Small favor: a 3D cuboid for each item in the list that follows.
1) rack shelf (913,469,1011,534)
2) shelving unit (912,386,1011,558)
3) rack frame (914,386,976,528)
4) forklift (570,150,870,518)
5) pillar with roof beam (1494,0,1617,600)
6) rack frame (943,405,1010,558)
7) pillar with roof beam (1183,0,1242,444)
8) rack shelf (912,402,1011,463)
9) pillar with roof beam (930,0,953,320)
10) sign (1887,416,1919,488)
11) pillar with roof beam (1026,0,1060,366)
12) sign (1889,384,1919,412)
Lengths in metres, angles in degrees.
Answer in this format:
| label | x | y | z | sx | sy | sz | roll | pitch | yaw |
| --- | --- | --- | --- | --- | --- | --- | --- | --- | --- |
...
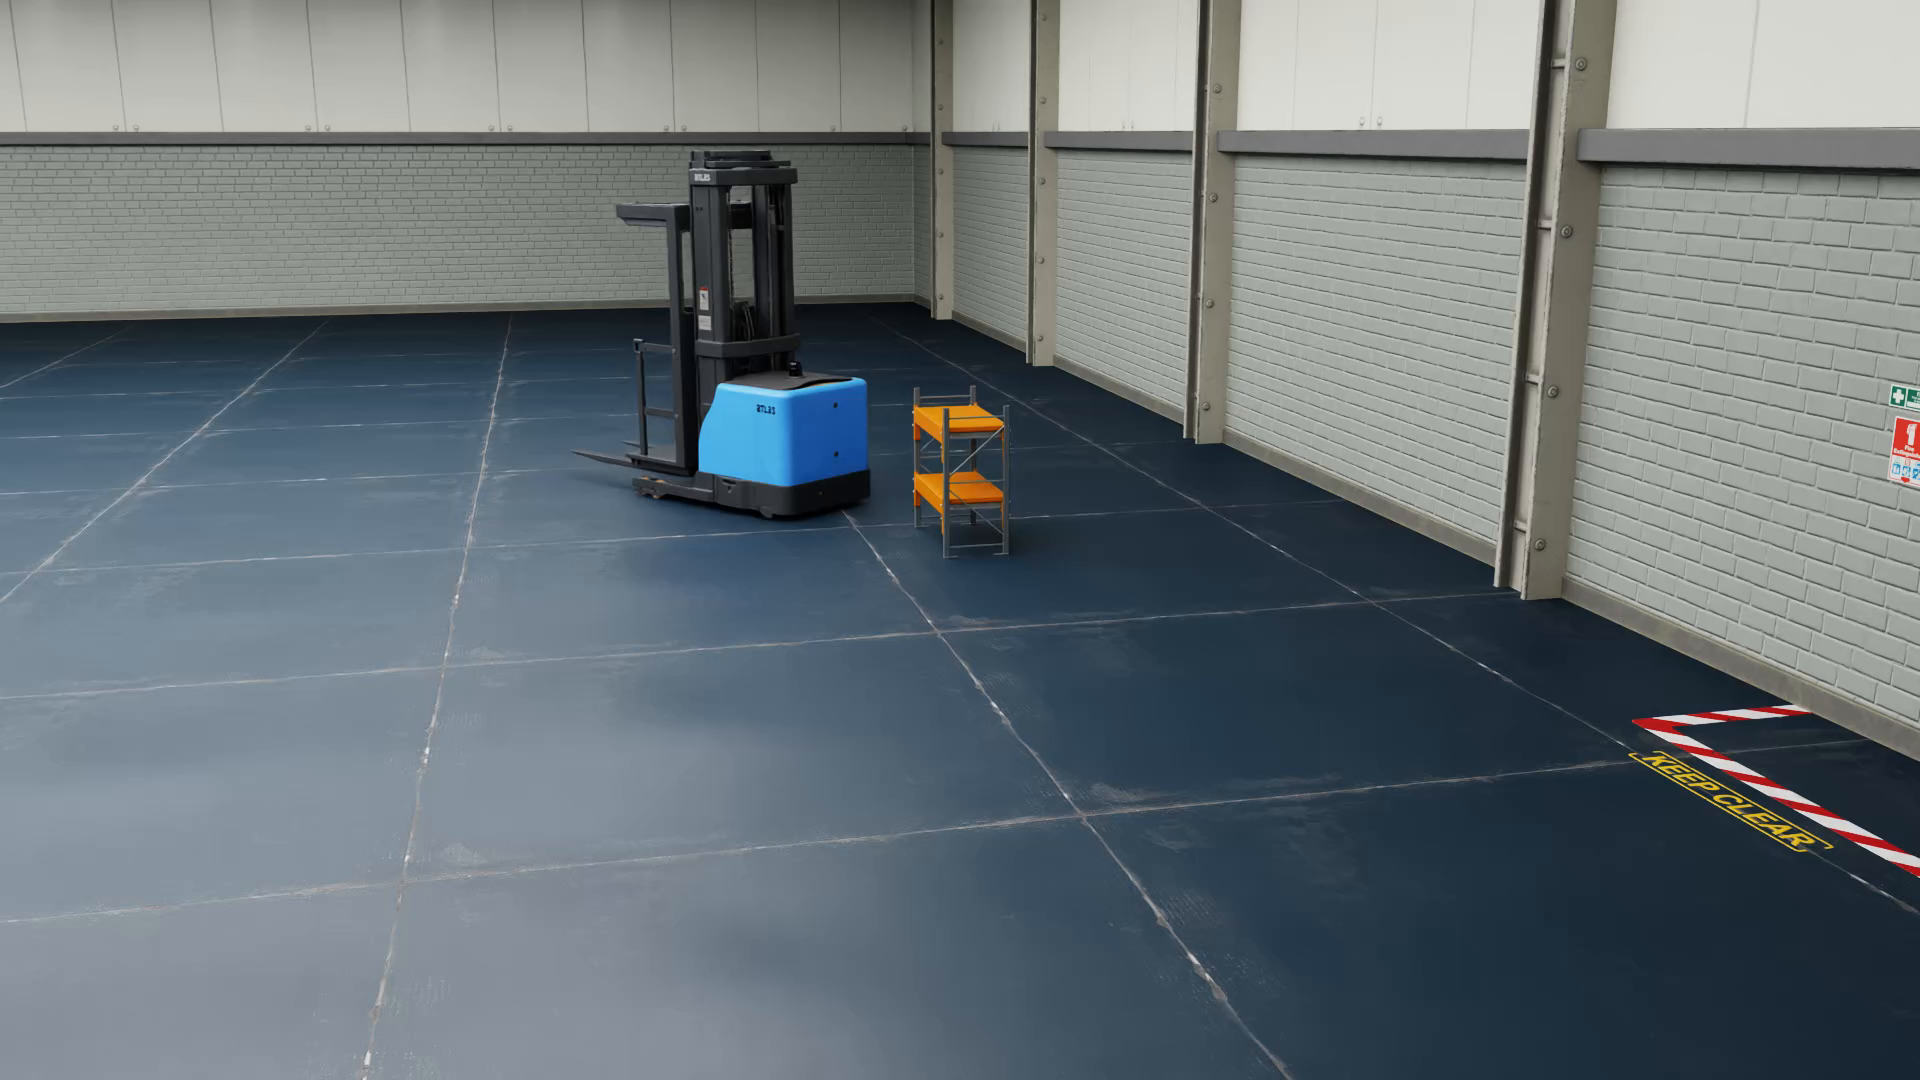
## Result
| label | x | y | z | sx | sy | sz | roll | pitch | yaw |
| --- | --- | --- | --- | --- | --- | --- | --- | --- | --- |
| rack shelf | 0.002 | -0.307 | 12.845 | 0.538 | 0.278 | 1.000 | -3 | 14 | -13 |
| shelving unit | 0.002 | -0.545 | 12.787 | 0.538 | 1.125 | 1.048 | -3 | 14 | -13 |
| rack frame | -0.118 | -0.662 | 13.267 | 0.500 | 1.125 | 0.032 | -3 | 14 | -13 |
| forklift | -2.223 | -1.865 | 14.384 | 3.031 | 2.935 | 1.130 | 11 | 18 | 38 |
| pillar with roof beam | -0.257 | -3.779 | 9.433 | 9.100 | 9.000 | 0.400 | -3 | 14 | -13 |
| rack frame | 0.121 | -0.428 | 12.307 | 0.500 | 1.125 | 0.032 | -3 | 14 | -13 |
| pillar with roof beam | -1.667 | -5.163 | 15.099 | 9.100 | 9.000 | 0.400 | -3 | 14 | -13 |
| rack shelf | 0.002 | -0.829 | 12.718 | 0.538 | 0.278 | 1.000 | -3 | 14 | -13 |
| pillar with roof beam | -4.485 | -7.931 | 26.430 | 9.100 | 9.000 | 0.400 | -3 | 14 | -13 |
| sign | 4.763 | -0.443 | 8.345 | 0.001 | 0.329 | 0.234 | -3 | 14 | -13 |
| pillar with roof beam | -3.076 | -6.547 | 20.764 | 9.100 | 9.000 | 0.400 | -3 | 14 | -13 |
| sign | 4.756 | -0.699 | 8.276 | 0.001 | 0.109 | 0.331 | -3 | 14 | -13 |
